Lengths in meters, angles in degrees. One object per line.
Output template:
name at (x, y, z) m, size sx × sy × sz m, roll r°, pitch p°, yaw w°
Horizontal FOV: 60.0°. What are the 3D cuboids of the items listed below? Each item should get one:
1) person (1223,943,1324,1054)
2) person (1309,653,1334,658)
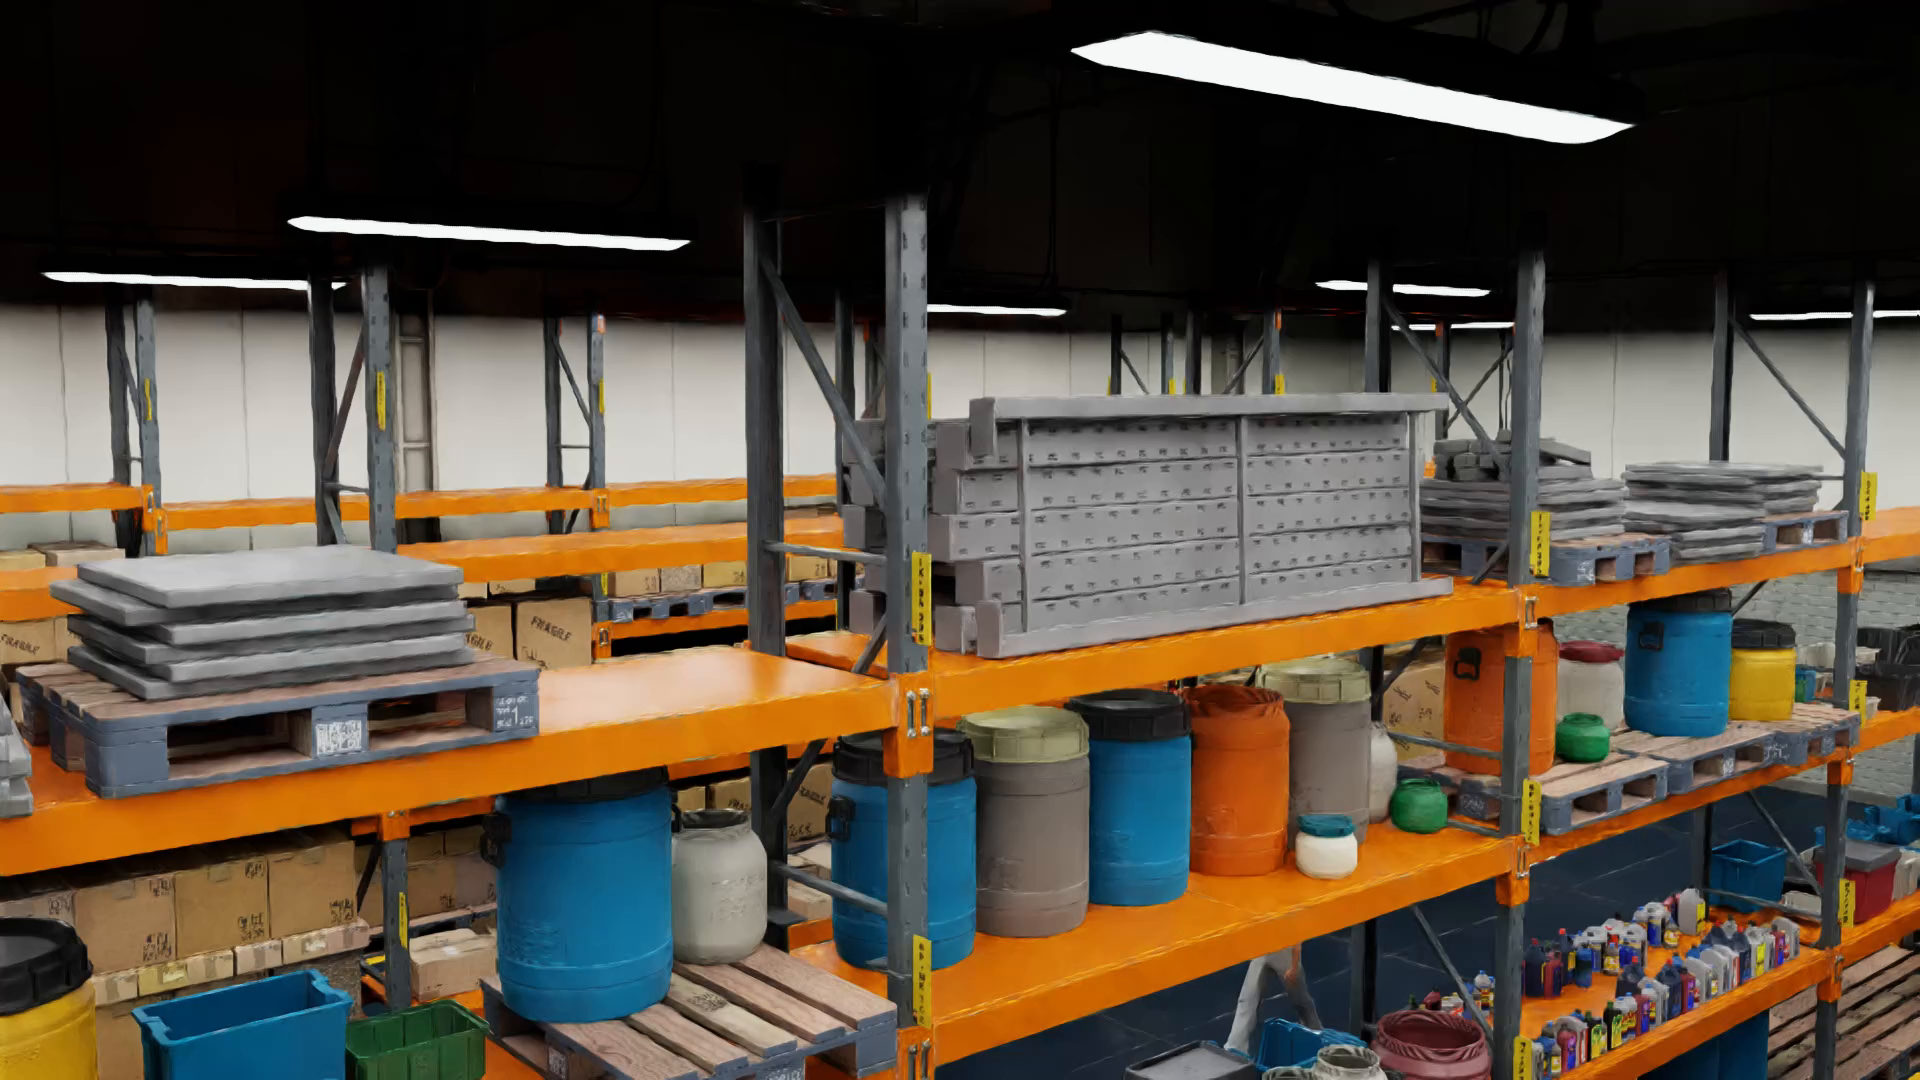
person at (2.373, 3.151, 12.511) m, size 1.096 × 1.589 × 0.446 m, roll -5°, pitch 7°, yaw -41°
person at (4.790, 2.096, 22.939) m, size 0.736 × 1.743 × 0.549 m, roll 1°, pitch 6°, yaw 6°
